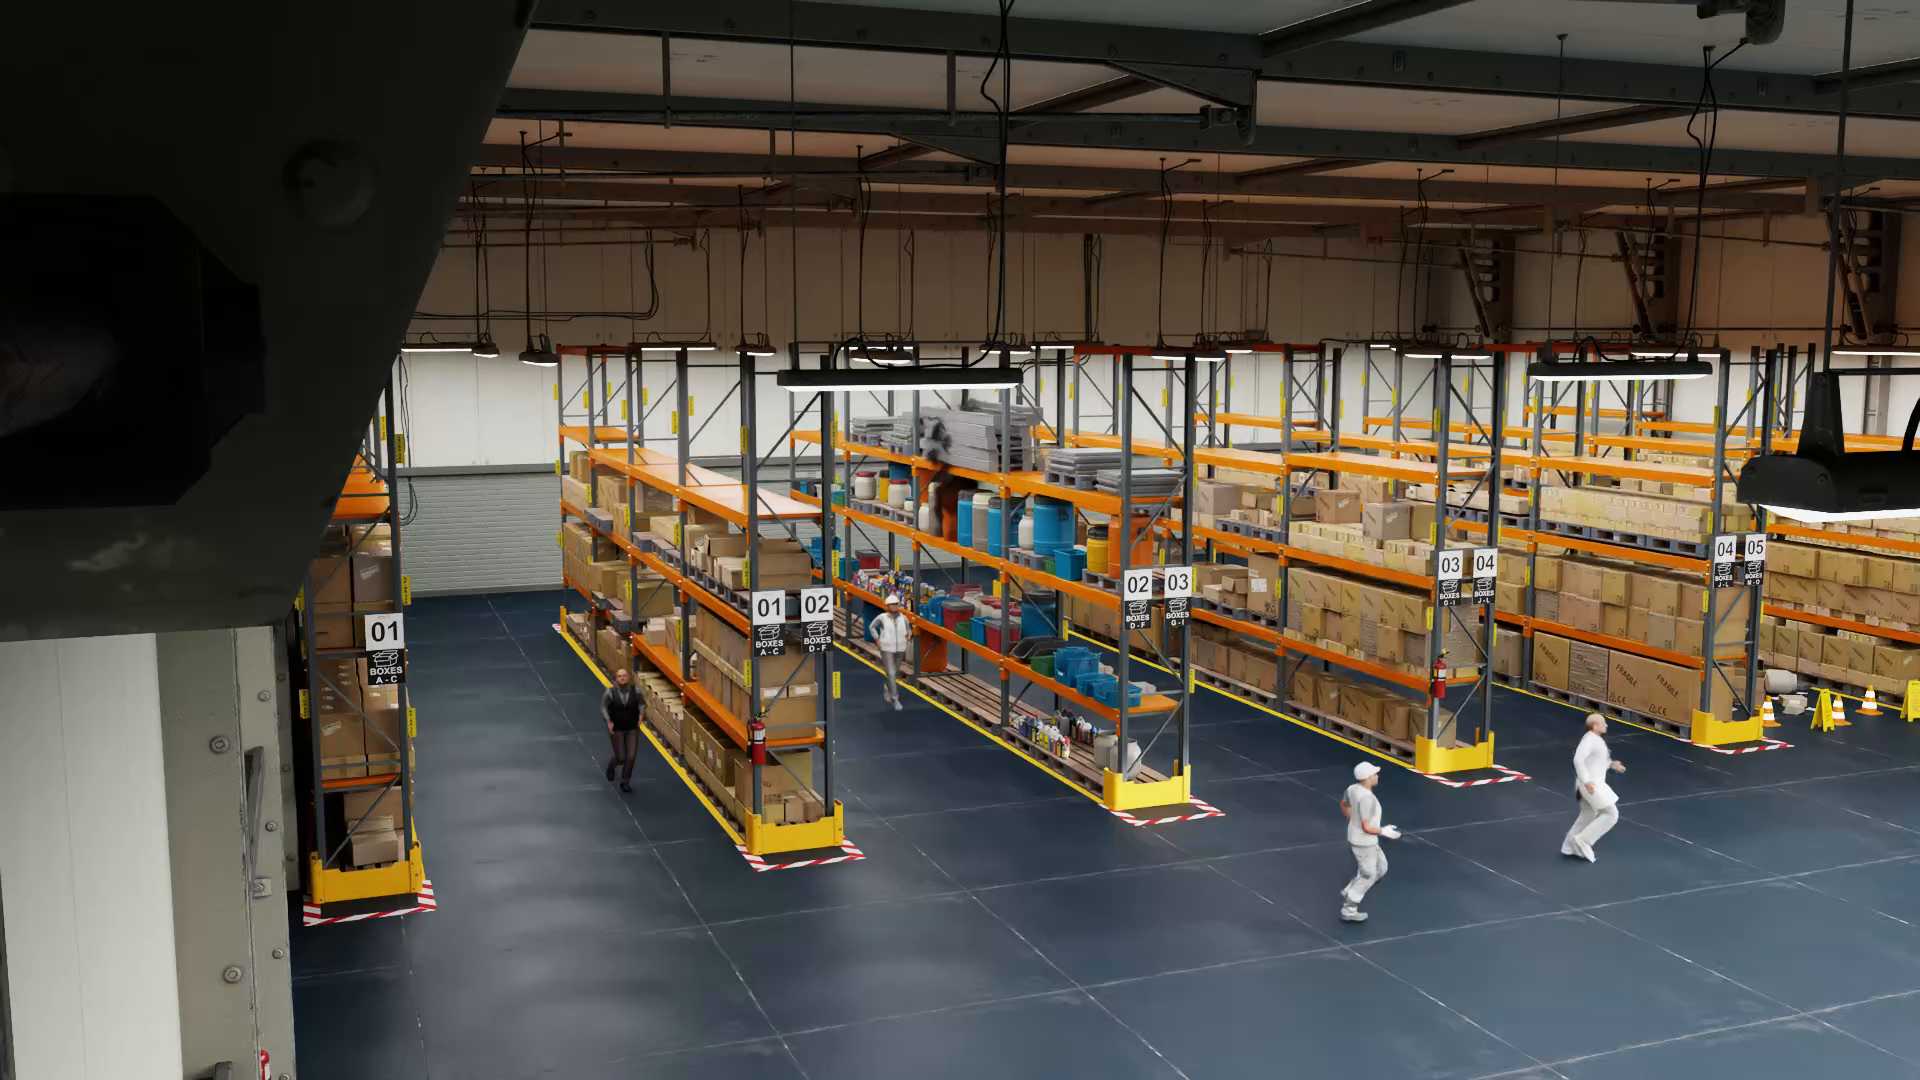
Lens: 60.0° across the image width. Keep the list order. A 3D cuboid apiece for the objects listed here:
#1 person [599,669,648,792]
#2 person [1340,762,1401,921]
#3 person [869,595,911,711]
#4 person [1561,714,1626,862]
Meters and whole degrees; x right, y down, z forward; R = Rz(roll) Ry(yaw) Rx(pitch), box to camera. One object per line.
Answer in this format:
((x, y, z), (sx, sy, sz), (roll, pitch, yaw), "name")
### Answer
((-4.611, 2.606, 22.884), (0.653, 1.692, 0.627), (-3, 8, -23), "person")
((4.369, 3.210, 17.730), (0.574, 1.740, 0.628), (0, 7, 2), "person")
((-1.075, 1.779, 26.636), (0.662, 1.804, 0.886), (-4, 8, -26), "person")
((7.591, 2.947, 19.872), (0.714, 1.767, 0.709), (1, 7, 11), "person")
